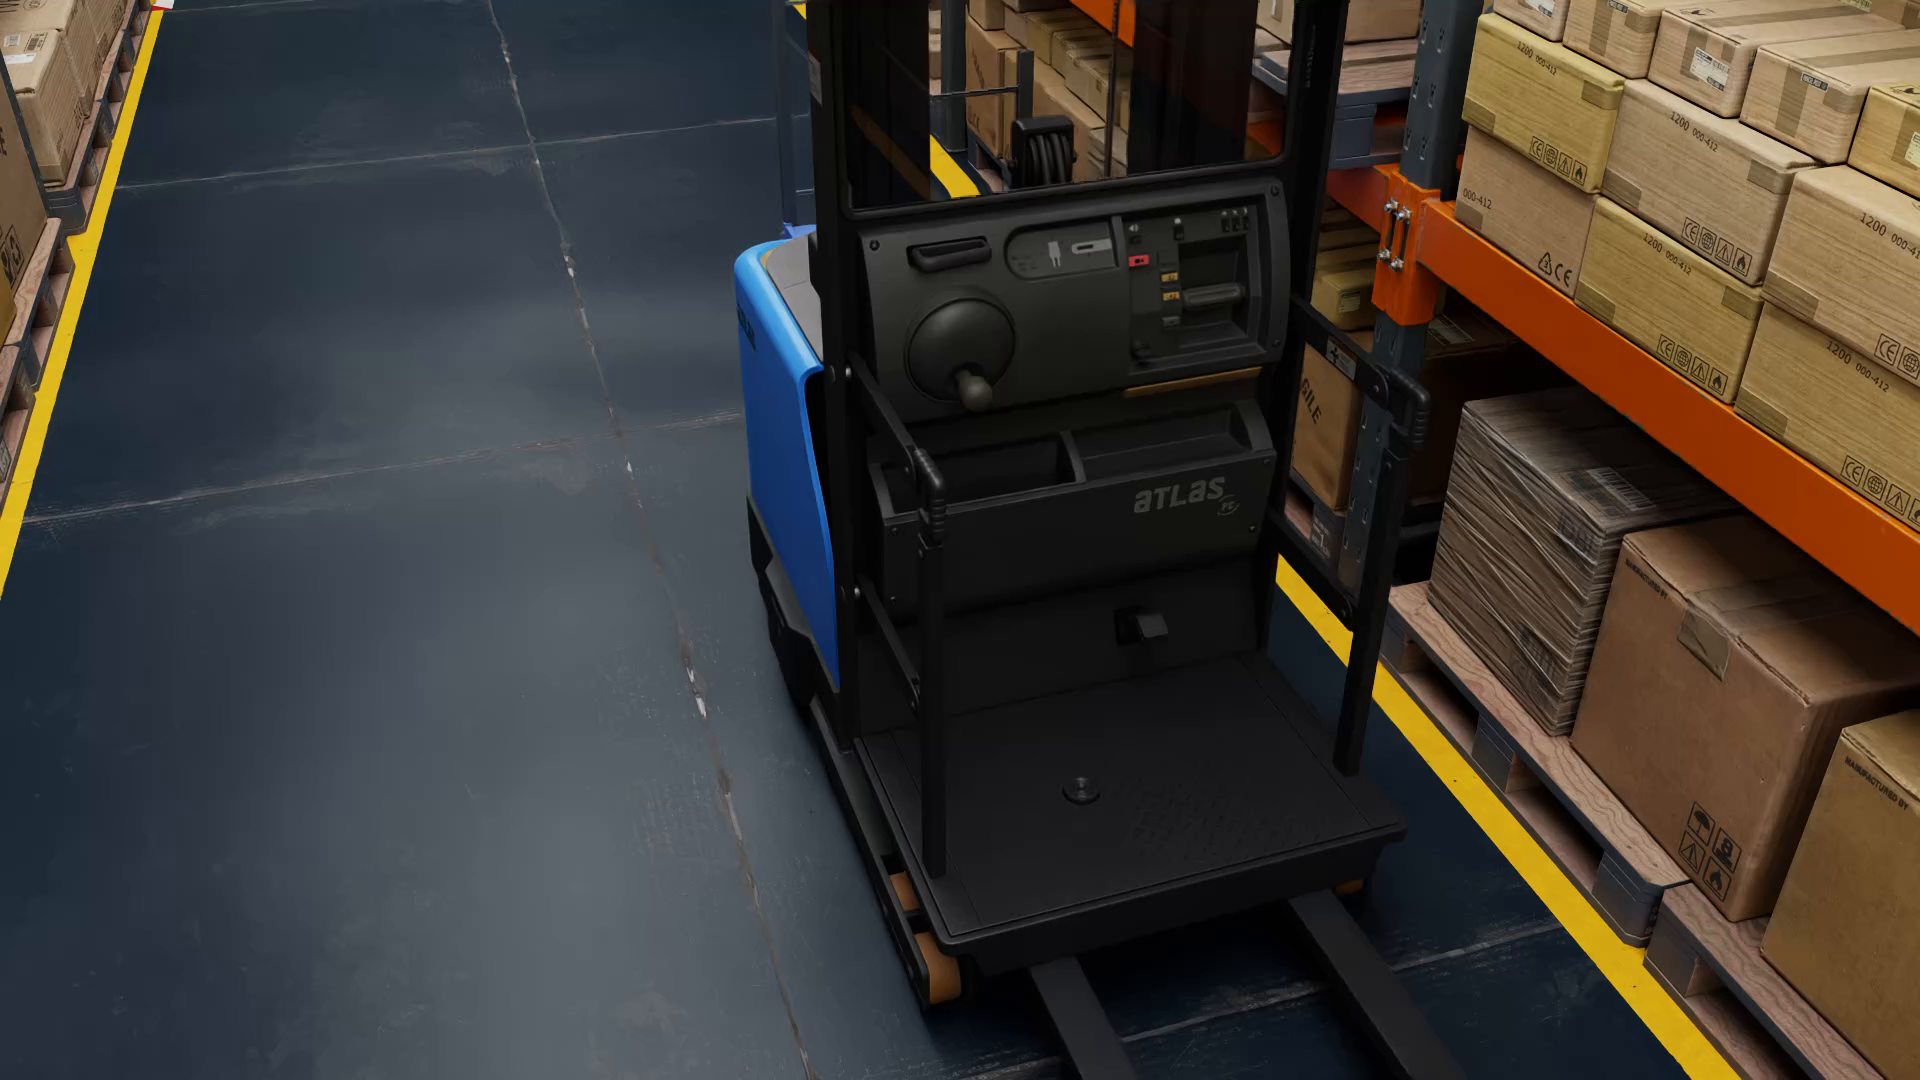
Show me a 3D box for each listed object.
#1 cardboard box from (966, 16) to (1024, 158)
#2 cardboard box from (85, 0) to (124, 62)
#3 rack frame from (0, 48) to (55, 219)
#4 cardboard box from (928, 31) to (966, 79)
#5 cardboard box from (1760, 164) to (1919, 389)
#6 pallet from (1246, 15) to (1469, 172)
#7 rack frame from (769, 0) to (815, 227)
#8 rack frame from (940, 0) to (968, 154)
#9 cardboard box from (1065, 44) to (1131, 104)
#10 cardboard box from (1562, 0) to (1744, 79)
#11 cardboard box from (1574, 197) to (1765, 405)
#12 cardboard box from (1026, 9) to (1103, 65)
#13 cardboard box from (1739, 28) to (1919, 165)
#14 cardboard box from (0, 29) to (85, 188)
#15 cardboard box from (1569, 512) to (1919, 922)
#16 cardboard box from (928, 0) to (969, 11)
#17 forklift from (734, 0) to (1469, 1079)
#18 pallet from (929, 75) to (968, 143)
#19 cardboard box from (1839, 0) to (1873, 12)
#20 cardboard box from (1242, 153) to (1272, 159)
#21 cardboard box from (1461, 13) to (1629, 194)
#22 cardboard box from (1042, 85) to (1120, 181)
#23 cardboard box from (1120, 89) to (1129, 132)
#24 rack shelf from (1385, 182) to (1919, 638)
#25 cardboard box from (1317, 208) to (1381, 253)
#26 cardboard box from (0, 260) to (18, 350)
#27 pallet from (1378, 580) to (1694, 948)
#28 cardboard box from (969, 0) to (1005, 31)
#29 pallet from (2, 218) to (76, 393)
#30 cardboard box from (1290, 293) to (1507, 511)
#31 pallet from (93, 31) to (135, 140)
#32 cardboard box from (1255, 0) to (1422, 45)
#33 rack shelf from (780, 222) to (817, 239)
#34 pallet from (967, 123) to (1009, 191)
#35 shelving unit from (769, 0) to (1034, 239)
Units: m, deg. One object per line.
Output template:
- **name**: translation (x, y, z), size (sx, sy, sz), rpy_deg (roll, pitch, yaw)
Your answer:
- **cardboard box**: translation (0.334, -2.085, 7.571), size (0.500, 0.500, 0.500), rpy_deg (-9, 34, -13)
- **cardboard box**: translation (-4.962, -2.805, 8.718), size (0.875, 0.438, 0.875), rpy_deg (-9, 35, -13)
- **rack frame**: translation (-4.326, -2.408, 6.173), size (1.000, 3.000, 0.127), rpy_deg (-10, 35, -15)
- **cardboard box**: translation (-0.049, -2.473, 8.477), size (0.380, 0.149, 0.250), rpy_deg (-11, 35, -16)
- **cardboard box**: translation (1.817, -0.475, 2.931), size (0.500, 0.250, 0.500), rpy_deg (-11, 35, -16)
- **pallet**: translation (1.347, -1.408, 4.834), size (1.213, 0.211, 1.003), rpy_deg (-10, 35, -15)
- **rack frame**: translation (-0.367, -1.213, 5.725), size (0.500, 1.500, 0.032), rpy_deg (-11, 35, -16)
- **rack frame**: translation (0.400, -3.244, 7.439), size (1.000, 3.000, 0.127), rpy_deg (-10, 35, -15)
- **cardboard box**: translation (0.641, -1.870, 6.657), size (0.380, 0.149, 0.250), rpy_deg (-10, 35, -15)
- **cardboard box**: translation (1.520, -1.100, 3.514), size (0.380, 0.149, 0.250), rpy_deg (-9, 35, -14)
- **cardboard box**: translation (1.672, -0.543, 3.486), size (0.500, 0.250, 0.500), rpy_deg (-11, 35, -16)
- **cardboard box**: translation (0.504, -2.149, 7.079), size (0.380, 0.149, 0.250), rpy_deg (-12, 35, -17)
- **cardboard box**: translation (1.714, -0.834, 3.112), size (0.380, 0.149, 0.250), rpy_deg (-10, 35, -14)
- **cardboard box**: translation (-4.415, -1.862, 7.289), size (0.875, 0.438, 0.875), rpy_deg (-11, 35, -15)
- **cardboard box**: translation (2.005, 0.343, 3.783), size (0.875, 0.625, 0.625), rpy_deg (-9, 34, -13)
- **cardboard box**: translation (-0.183, -3.139, 9.166), size (0.700, 0.500, 0.500), rpy_deg (-11, 35, -17)
- **forklift**: translation (0.326, -0.448, 3.270), size (1.130, 2.935, 3.031), rpy_deg (-11, 35, -16)
- **pallet**: translation (0.192, -2.442, 8.754), size (1.003, 0.211, 1.213), rpy_deg (-10, 35, -15)
- **cardboard box**: translation (2.099, -1.201, 3.668), size (0.380, 0.149, 0.250), rpy_deg (-9, 35, -13)
- **cardboard box**: translation (1.040, -1.194, 5.634), size (0.380, 0.149, 0.250), rpy_deg (-9, 35, -13)
- **cardboard box**: translation (1.499, -1.012, 3.743), size (0.500, 0.250, 0.500), rpy_deg (-10, 35, -15)
- **cardboard box**: translation (0.653, -1.544, 6.752), size (0.500, 0.500, 0.500), rpy_deg (-11, 35, -16)
- **cardboard box**: translation (0.824, -1.602, 6.252), size (0.380, 0.149, 0.250), rpy_deg (-10, 35, -15)
- **rack shelf**: translation (2.231, 0.206, 2.870), size (1.077, 0.370, 4.000), rpy_deg (-10, 35, -15)
- **cardboard box**: translation (1.116, -0.902, 5.192), size (0.380, 0.149, 0.250), rpy_deg (-12, 35, -17)
- **cardboard box**: translation (-3.777, -0.911, 5.455), size (0.875, 0.875, 0.875), rpy_deg (-9, 35, -13)
- **pallet**: translation (1.834, 0.458, 4.365), size (1.003, 0.211, 1.213), rpy_deg (-10, 35, -15)
- **cardboard box**: translation (0.256, -2.414, 7.481), size (0.380, 0.149, 0.250), rpy_deg (-8, 34, -12)
- **pallet**: translation (-4.018, -0.852, 6.348), size (1.003, 0.211, 1.213), rpy_deg (-10, 35, -15)
- **cardboard box**: translation (1.287, -0.462, 5.115), size (0.500, 0.500, 0.500), rpy_deg (-9, 35, -13)
- **pallet**: translation (-4.859, -2.298, 8.537), size (1.003, 0.211, 1.213), rpy_deg (-10, 35, -15)
- **cardboard box**: translation (1.055, -1.495, 4.638), size (0.380, 0.149, 0.250), rpy_deg (-9, 35, -14)
- **rack shelf**: translation (-0.203, -0.798, 5.423), size (0.538, 0.185, 1.000), rpy_deg (-11, 35, -16)
- **pallet**: translation (0.684, -1.660, 7.571), size (1.003, 0.211, 1.213), rpy_deg (-10, 35, -15)
- **shelving unit**: translation (-0.203, -0.948, 5.324), size (0.538, 1.500, 1.048), rpy_deg (-11, 35, -16)
